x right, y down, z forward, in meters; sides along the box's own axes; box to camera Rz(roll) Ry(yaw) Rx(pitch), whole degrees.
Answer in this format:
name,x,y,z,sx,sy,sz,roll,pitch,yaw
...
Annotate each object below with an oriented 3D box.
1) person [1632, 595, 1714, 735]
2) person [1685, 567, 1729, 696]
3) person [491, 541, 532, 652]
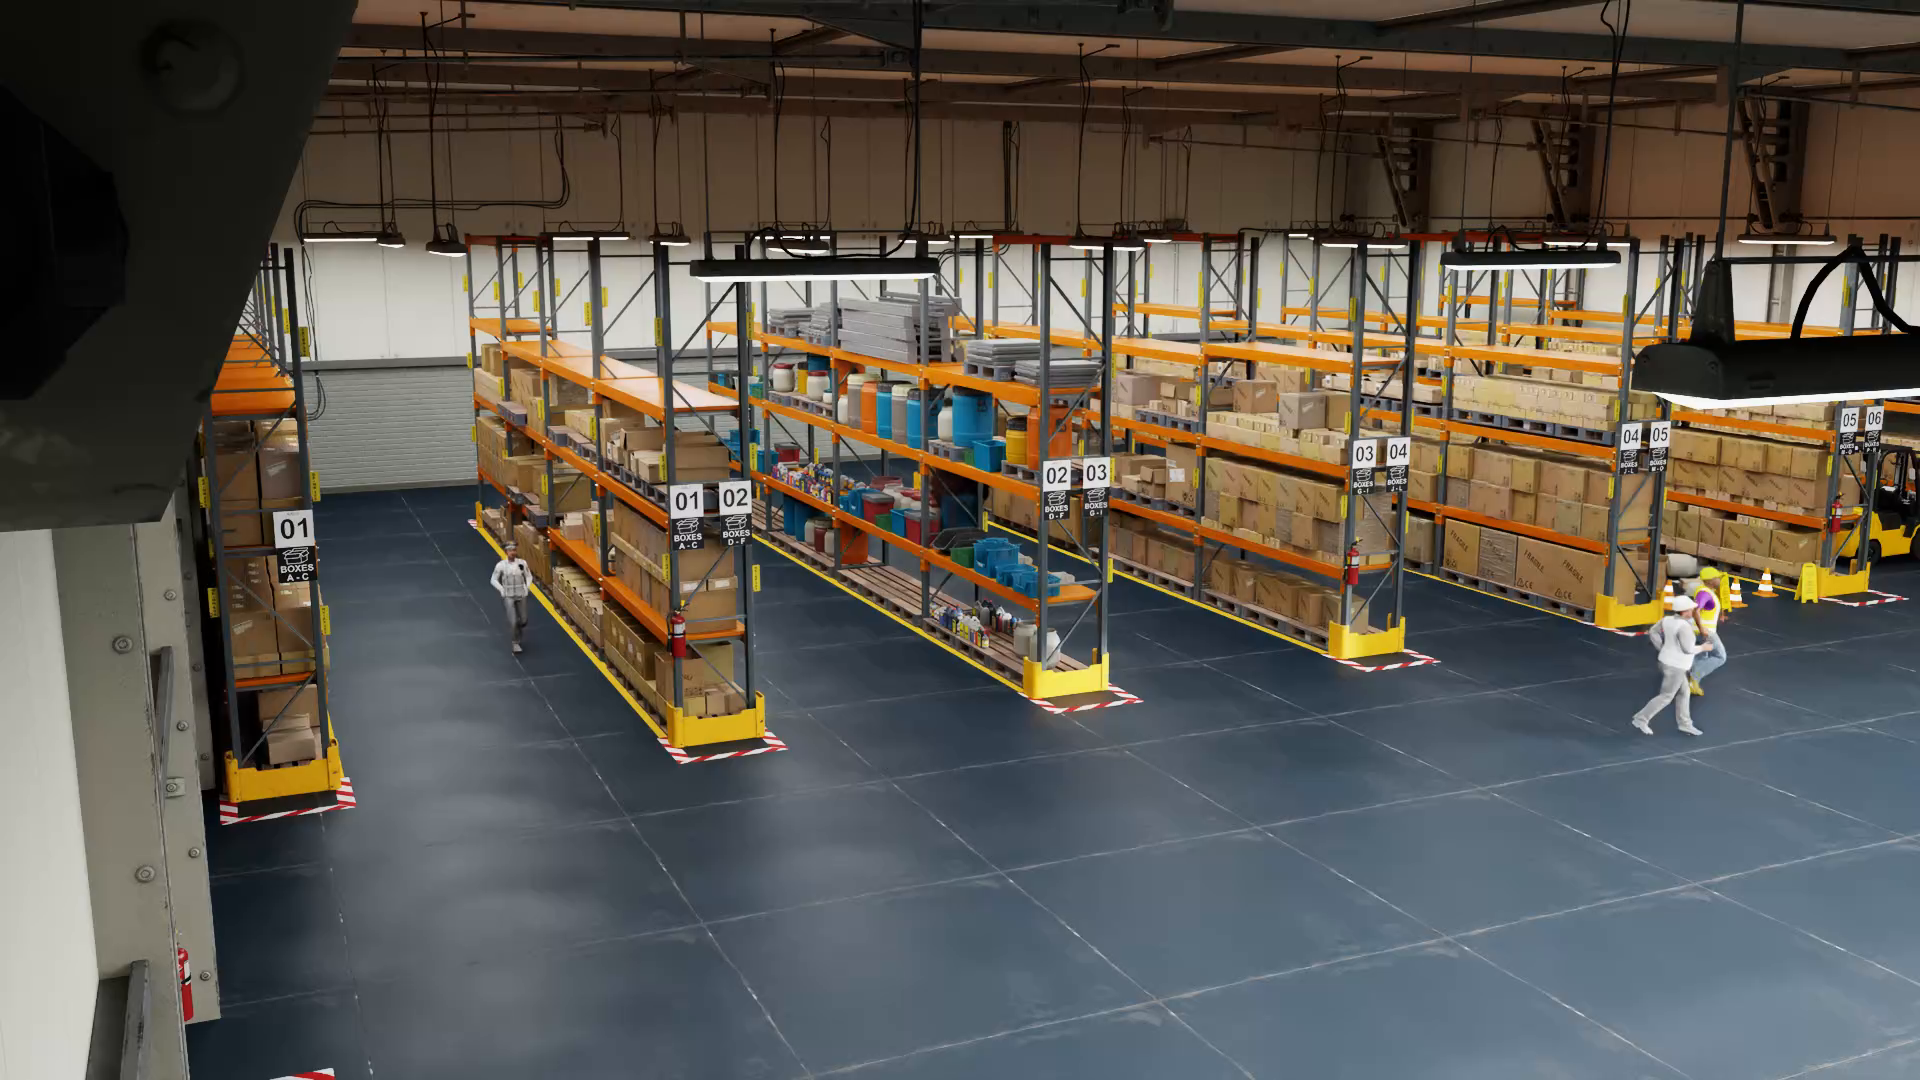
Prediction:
name,x,y,z,sx,sy,sz,roll,pitch,yaw
person,8.740,1.554,20.395,0.924,1.790,0.623,1,11,3
person,10.007,1.215,22.269,0.612,1.733,0.704,2,11,9
person,-6.612,0.814,24.593,0.607,1.646,0.566,-5,12,-25
